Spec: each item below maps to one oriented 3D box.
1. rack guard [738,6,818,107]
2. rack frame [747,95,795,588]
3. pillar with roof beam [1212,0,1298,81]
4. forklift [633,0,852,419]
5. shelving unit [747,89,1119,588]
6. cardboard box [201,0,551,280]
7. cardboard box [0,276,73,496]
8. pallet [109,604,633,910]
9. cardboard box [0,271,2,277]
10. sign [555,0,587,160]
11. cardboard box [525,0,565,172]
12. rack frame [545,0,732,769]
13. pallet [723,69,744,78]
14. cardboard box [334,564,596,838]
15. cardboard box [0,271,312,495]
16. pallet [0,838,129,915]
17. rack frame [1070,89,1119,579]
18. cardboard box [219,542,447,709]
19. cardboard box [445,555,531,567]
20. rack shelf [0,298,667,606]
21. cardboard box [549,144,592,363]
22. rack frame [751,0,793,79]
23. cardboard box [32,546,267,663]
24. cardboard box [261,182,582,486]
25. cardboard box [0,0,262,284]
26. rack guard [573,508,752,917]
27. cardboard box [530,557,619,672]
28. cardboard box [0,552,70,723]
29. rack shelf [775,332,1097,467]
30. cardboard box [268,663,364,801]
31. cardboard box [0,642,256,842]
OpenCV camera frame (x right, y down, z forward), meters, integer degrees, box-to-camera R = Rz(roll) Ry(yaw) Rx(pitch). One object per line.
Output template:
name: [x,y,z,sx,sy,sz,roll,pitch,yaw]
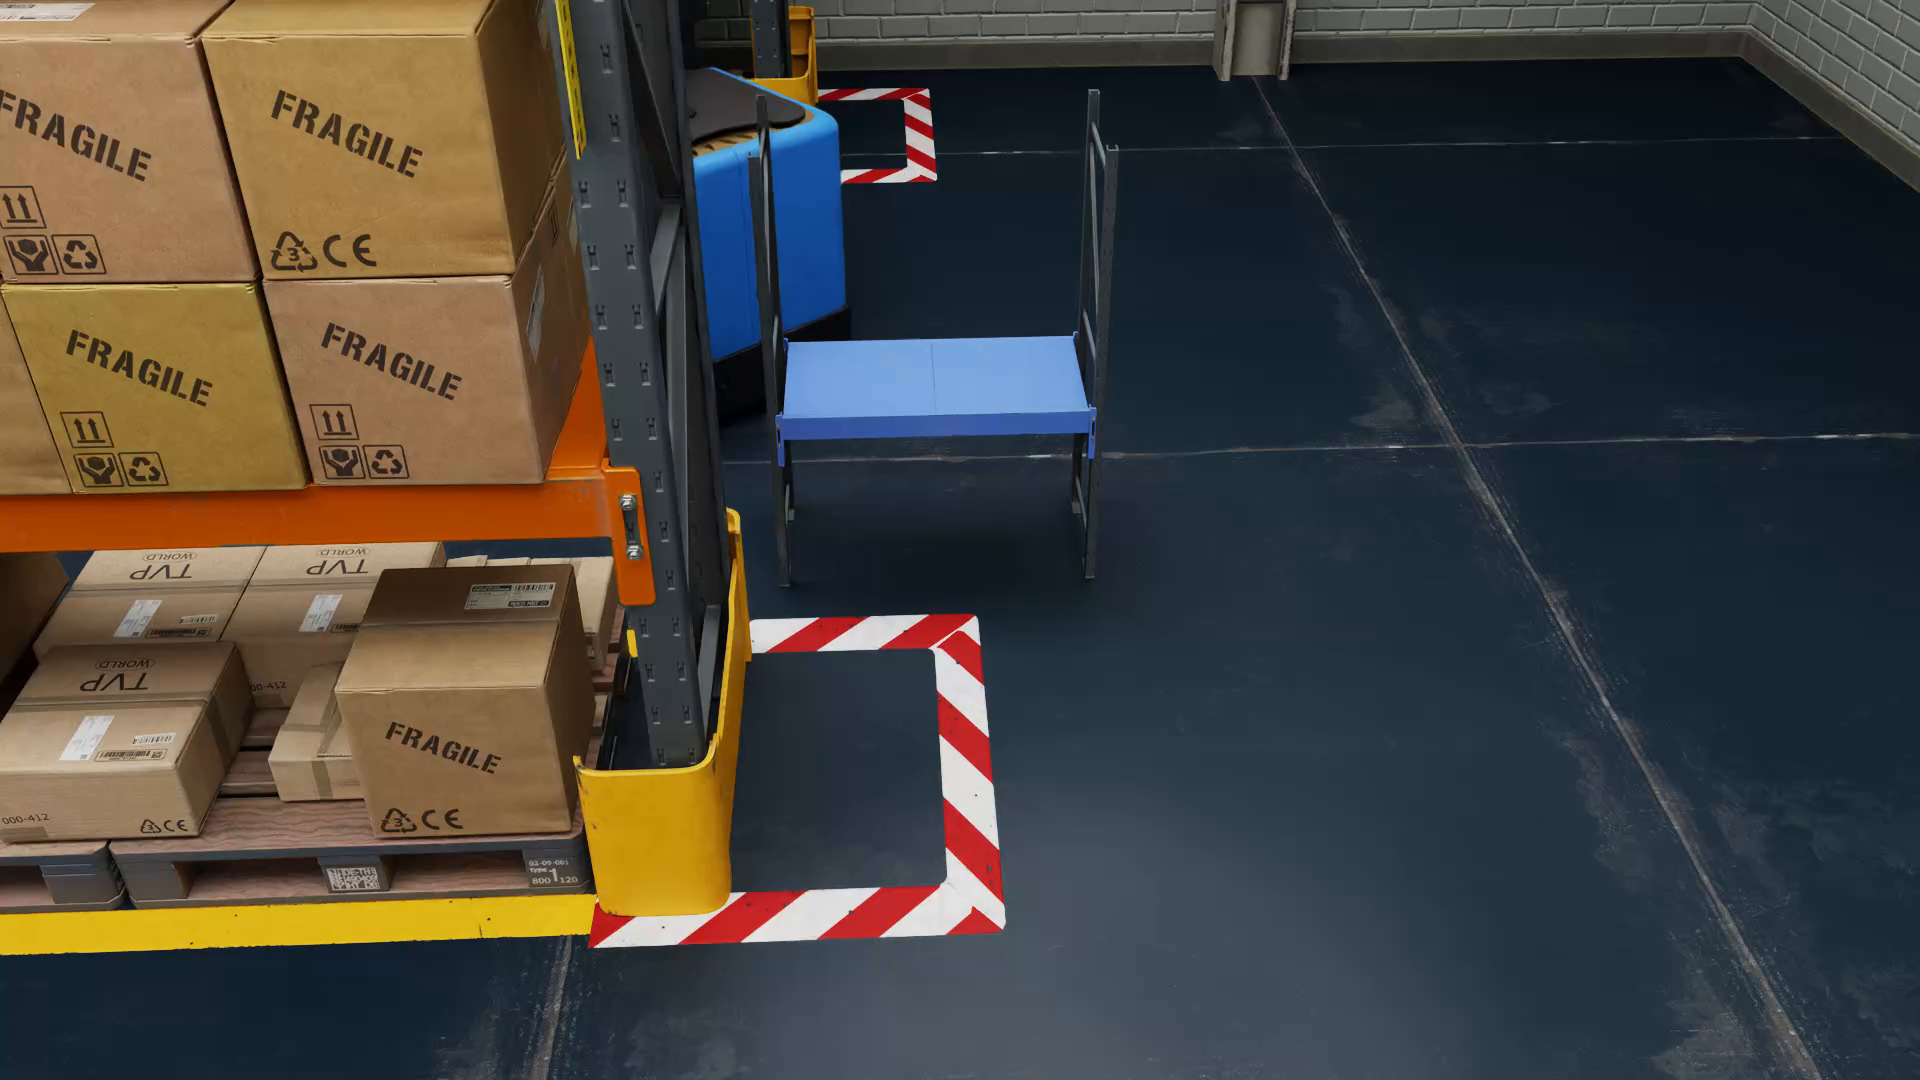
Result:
rack guard: [-0.943,-2.377,8.746,0.348,0.500,1.175,-2,35,-2]
rack frame: [-0.593,-0.601,5.300,0.032,1.500,0.500,-2,35,-2]
pillar with roof beam: [1.893,-3.989,3.606,0.400,9.000,9.100,-2,35,-2]
forklift: [-1.812,-2.303,6.503,1.130,2.935,3.031,-28,44,-35]
shelving unit: [-0.085,-0.614,5.320,1.048,1.500,0.538,-2,35,-2]
cardboard box: [-1.161,-0.873,3.409,0.500,0.500,0.500,-2,35,-3]
cardboard box: [-2.180,-0.437,3.657,0.500,0.500,0.500,-1,35,-2]
pallet: [-1.601,0.582,4.724,1.213,0.211,1.003,-2,35,-2]
cardboard box: [-2.183,-0.842,3.364,0.500,0.500,0.500,-1,35,-1]
sign: [-0.723,-0.879,3.089,0.005,0.325,0.100,-2,35,-2]
cardboard box: [-1.185,-1.179,3.851,0.500,0.500,0.500,-1,35,-1]
rack frame: [-0.729,-0.589,3.965,0.127,3.000,1.000,-2,35,-2]
pallet: [-1.762,-2.192,8.732,1.213,0.211,1.003,-2,35,-2]
cardboard box: [-1.260,0.413,4.328,0.500,0.500,0.500,-2,35,-2]
cardboard box: [-1.681,-0.447,3.672,0.500,0.500,0.500,-1,35,-2]
pallet: [-2.817,0.613,4.679,1.213,0.211,1.003,-2,35,-2]
rack frame: [0.423,-0.628,5.340,0.032,1.500,0.500,-2,35,-2]
cardboard box: [-1.785,0.228,4.815,0.500,0.250,0.500,-2,35,-2]
cardboard box: [-1.413,0.218,4.902,0.250,0.166,0.380,-2,35,-2]
rack shelf: [-2.727,-0.239,4.092,4.000,0.370,1.077,-2,35,-2]
cardboard box: [-1.185,-0.768,4.136,0.500,0.500,0.500,-1,35,-1]
rack frame: [-0.967,-3.405,8.034,0.127,3.000,1.000,-2,35,-2]
cardboard box: [-2.284,0.241,4.795,0.500,0.250,0.500,-2,35,-2]
cardboard box: [-1.163,-0.463,3.695,0.500,0.500,0.500,-1,35,-1]
cardboard box: [-1.665,-0.859,3.388,0.500,0.500,0.500,-1,35,-1]
rack guard: [-0.805,0.441,4.673,0.348,0.500,1.175,-2,35,-2]
cardboard box: [-1.163,0.219,4.917,0.250,0.149,0.380,-2,35,-2]
cardboard box: [-2.848,0.311,4.472,0.637,0.503,0.797,-2,35,-2]
rack shelf: [-0.085,-0.467,5.422,1.000,0.185,0.538,-2,35,-2]
cardboard box: [-1.669,0.510,4.481,0.250,0.166,0.380,-2,35,-2]
cardboard box: [-2.211,0.524,4.386,0.500,0.250,0.500,-2,35,-2]
